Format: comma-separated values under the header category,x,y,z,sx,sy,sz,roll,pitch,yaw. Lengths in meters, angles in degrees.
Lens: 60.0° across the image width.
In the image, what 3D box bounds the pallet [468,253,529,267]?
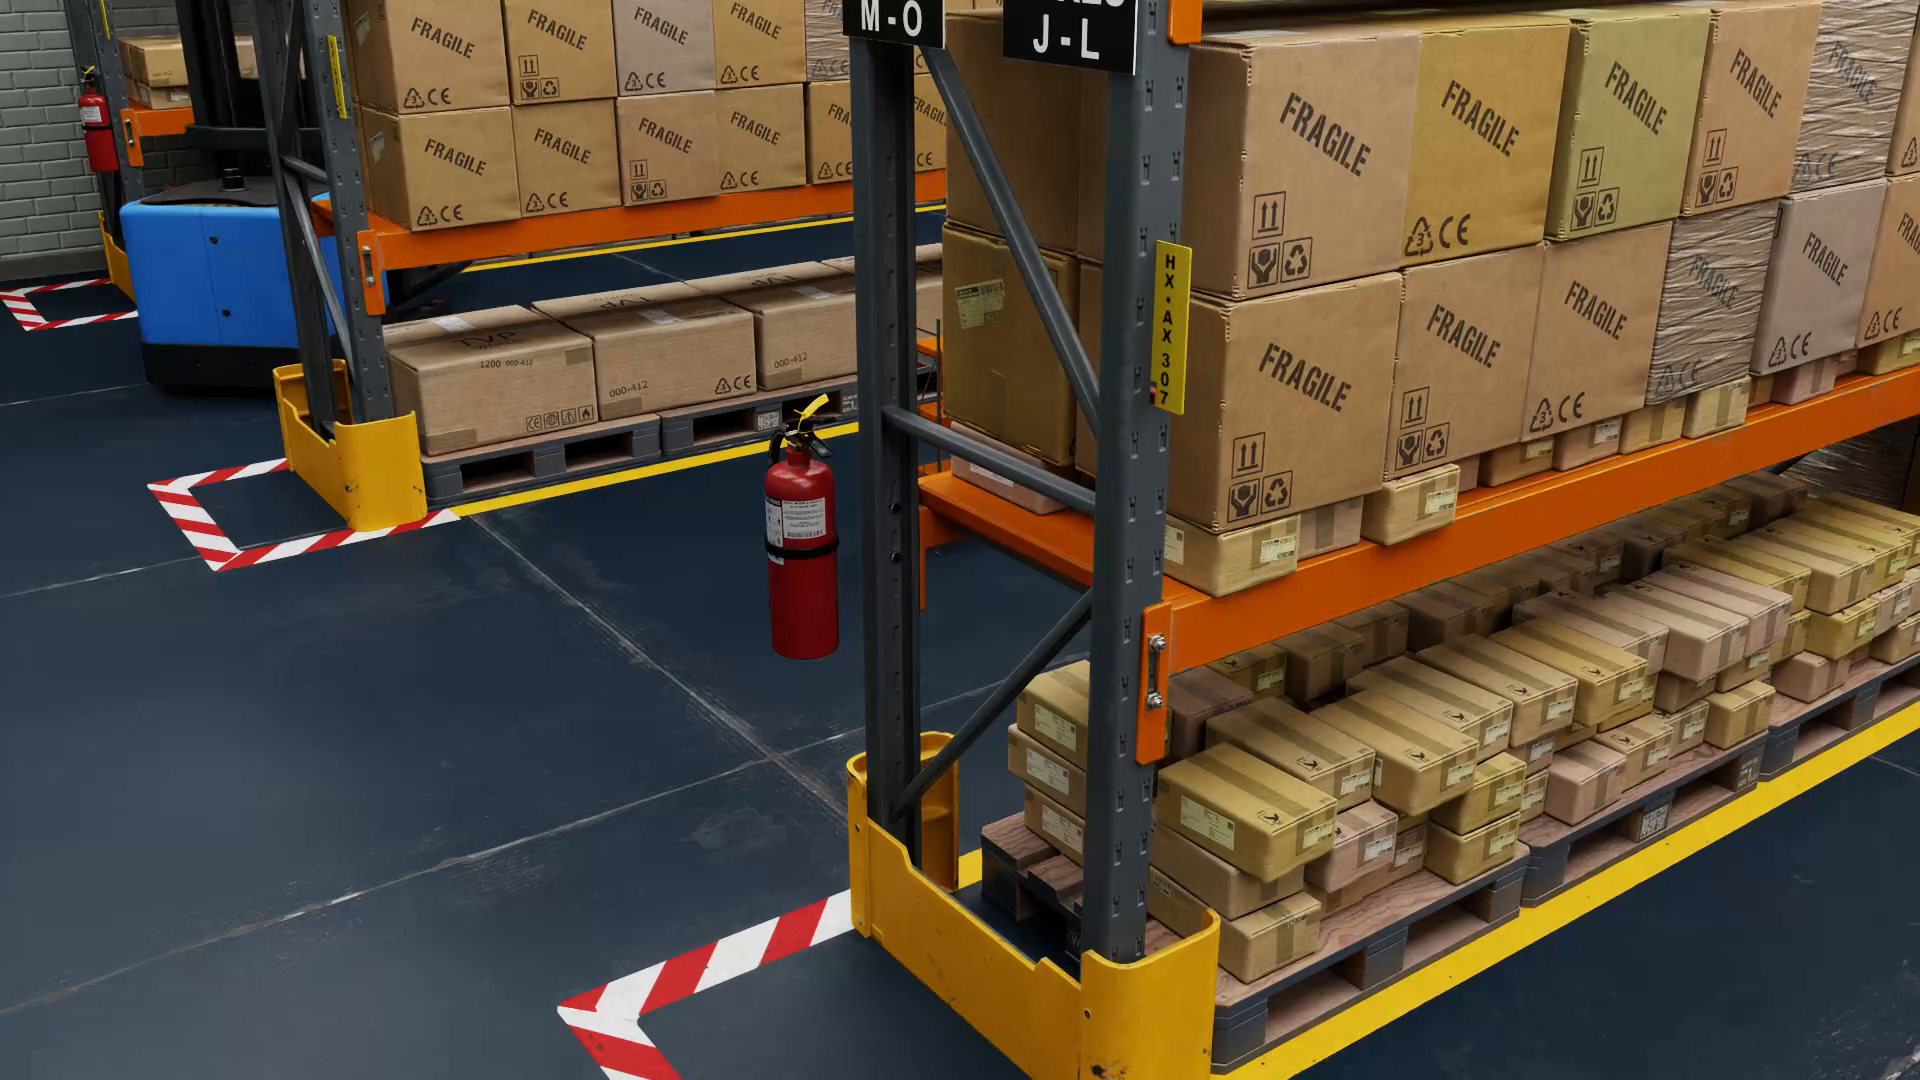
category,x,y,z,sx,sy,sz,roll,pitch,yaw
pallet,-4.092,-2.286,12.839,1.213,0.211,1.003,-15,26,-33

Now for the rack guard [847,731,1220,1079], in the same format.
category,x,y,z,sx,sy,sz,roll,pitch,yaw
rack guard,0.147,0.975,4.277,0.348,0.500,1.175,-15,26,-33

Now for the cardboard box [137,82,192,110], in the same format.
category,x,y,z,sx,sy,sz,roll,pitch,yaw
cardboard box,-5.362,-3.001,11.208,0.250,0.149,0.380,-15,26,-33

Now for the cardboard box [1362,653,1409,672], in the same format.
category,x,y,z,sx,sy,sz,roll,pitch,yaw
cardboard box,1.181,0.393,5.244,0.250,0.149,0.380,-14,26,-32

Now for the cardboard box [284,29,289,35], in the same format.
category,x,y,z,sx,sy,sz,roll,pitch,yaw
cardboard box,-4.747,-3.594,12.156,0.500,0.250,0.500,-14,26,-31

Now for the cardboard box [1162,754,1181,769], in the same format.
category,x,y,z,sx,sy,sz,roll,pitch,yaw
cardboard box,0.591,0.581,4.771,0.250,0.149,0.380,-16,27,-34

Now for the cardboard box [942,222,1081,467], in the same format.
category,x,y,z,sx,sy,sz,roll,pitch,yaw
cardboard box,0.300,-0.528,4.137,0.500,0.500,0.500,-14,26,-32

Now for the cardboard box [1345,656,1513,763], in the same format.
category,x,y,z,sx,sy,sz,roll,pitch,yaw
cardboard box,1.295,0.482,4.618,0.250,0.149,0.380,-16,27,-35

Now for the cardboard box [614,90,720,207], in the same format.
category,x,y,z,sx,sy,sz,roll,pitch,yaw
cardboard box,-1.512,-1.923,8.033,0.500,0.500,0.500,-15,26,-33

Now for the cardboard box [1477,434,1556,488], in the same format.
category,x,y,z,sx,sy,sz,roll,pitch,yaw
cardboard box,1.337,-0.282,4.395,0.250,0.149,0.380,-15,26,-33

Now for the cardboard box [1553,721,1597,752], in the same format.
category,x,y,z,sx,sy,sz,roll,pitch,yaw
cardboard box,1.690,0.484,5.016,0.250,0.149,0.380,-13,25,-30

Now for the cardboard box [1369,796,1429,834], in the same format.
category,x,y,z,sx,sy,sz,roll,pitch,yaw
cardboard box,1.063,0.664,4.564,0.250,0.149,0.380,-15,26,-32

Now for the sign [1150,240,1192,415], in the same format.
category,x,y,z,sx,sy,sz,roll,pitch,yaw
sign,0.403,-0.408,3.203,0.005,0.325,0.100,-15,26,-33

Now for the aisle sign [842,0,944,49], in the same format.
category,x,y,z,sx,sy,sz,roll,pitch,yaw
aisle sign,-0.149,-1.451,3.478,0.004,0.787,0.394,-15,26,-33

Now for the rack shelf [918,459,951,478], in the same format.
category,x,y,z,sx,sy,sz,roll,pitch,yaw
rack shelf,-0.043,-0.208,7.280,0.240,0.259,0.215,-15,26,-33

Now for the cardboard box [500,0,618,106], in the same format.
category,x,y,z,sx,sy,sz,roll,pitch,yaw
cardboard box,-1.916,-2.279,7.577,0.500,0.500,0.500,-16,27,-34

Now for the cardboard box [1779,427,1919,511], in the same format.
category,x,y,z,sx,sy,sz,roll,pitch,yaw
cardboard box,3.786,-0.305,6.919,0.500,0.500,0.500,-16,26,-34

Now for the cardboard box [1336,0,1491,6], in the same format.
category,x,y,z,sx,sy,sz,roll,pitch,yaw
cardboard box,1.140,-1.217,4.513,0.500,0.500,0.500,-13,25,-30

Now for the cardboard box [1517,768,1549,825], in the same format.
category,x,y,z,sx,sy,sz,roll,pitch,yaw
cardboard box,1.483,0.700,4.876,0.250,0.149,0.380,-15,26,-33

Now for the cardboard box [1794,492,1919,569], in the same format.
category,x,y,z,sx,sy,sz,roll,pitch,yaw
cardboard box,3.196,-0.027,5.894,0.250,0.149,0.380,-14,26,-31

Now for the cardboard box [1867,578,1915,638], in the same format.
category,x,y,z,sx,sy,sz,roll,pitch,yaw
cardboard box,3.050,0.182,5.771,0.250,0.149,0.380,-16,27,-35

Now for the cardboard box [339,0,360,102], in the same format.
category,x,y,z,sx,sy,sz,roll,pitch,yaw
cardboard box,-2.635,-2.323,7.687,0.500,0.500,0.500,-14,26,-31

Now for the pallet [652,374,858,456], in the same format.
category,x,y,z,sx,sy,sz,roll,pitch,yaw
pallet,-1.295,-0.800,9.118,1.213,0.211,1.003,-15,26,-33

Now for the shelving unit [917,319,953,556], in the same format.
category,x,y,z,sx,sy,sz,roll,pitch,yaw
shelving unit,-0.043,-0.476,7.173,0.252,1.050,0.215,-15,26,-33

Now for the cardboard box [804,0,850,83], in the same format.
category,x,y,z,sx,sy,sz,roll,pitch,yaw
cardboard box,-0.687,-2.607,8.400,0.500,0.500,0.500,-15,26,-32

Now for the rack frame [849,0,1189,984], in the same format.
category,x,y,z,sx,sy,sz,roll,pitch,yaw
rack frame,0.085,-0.169,3.773,0.127,3.000,1.000,-15,26,-33

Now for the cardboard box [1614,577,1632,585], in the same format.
category,x,y,z,sx,sy,sz,roll,pitch,yaw
cardboard box,2.301,0.141,5.874,0.250,0.149,0.380,-17,27,-35

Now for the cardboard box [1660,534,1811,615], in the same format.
category,x,y,z,sx,sy,sz,roll,pitch,yaw
cardboard box,2.557,0.129,5.503,0.250,0.149,0.380,-14,26,-31

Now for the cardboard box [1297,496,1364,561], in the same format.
category,x,y,z,sx,sy,sz,roll,pitch,yaw
cardboard box,0.722,-0.091,3.917,0.250,0.149,0.380,-14,26,-31

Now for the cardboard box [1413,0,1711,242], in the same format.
category,x,y,z,sx,sy,sz,roll,pitch,yaw
cardboard box,1.446,-1.052,4.101,0.500,0.500,0.500,-16,27,-34

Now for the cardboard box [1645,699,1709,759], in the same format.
category,x,y,z,sx,sy,sz,roll,pitch,yaw
cardboard box,2.122,0.542,5.271,0.250,0.149,0.380,-14,26,-32

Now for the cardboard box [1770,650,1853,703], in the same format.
category,x,y,z,sx,sy,sz,roll,pitch,yaw
cardboard box,2.777,0.389,5.654,0.250,0.149,0.380,-16,27,-35

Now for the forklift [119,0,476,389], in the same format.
category,x,y,z,sx,sy,sz,roll,pitch,yaw
forklift,-3.952,-2.713,10.240,1.130,2.935,3.031,2,22,6

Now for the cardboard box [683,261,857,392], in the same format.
category,x,y,z,sx,sy,sz,roll,pitch,yaw
cardboard box,-0.939,-1.210,9.271,0.875,0.438,0.875,-16,27,-34

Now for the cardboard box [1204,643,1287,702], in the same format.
category,x,y,z,sx,sy,sz,roll,pitch,yaw
cardboard box,0.741,0.361,4.921,0.250,0.149,0.380,-16,27,-34

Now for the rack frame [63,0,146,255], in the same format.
category,x,y,z,sx,sy,sz,roll,pitch,yaw
rack frame,-5.789,-3.129,11.190,0.127,3.000,1.000,-15,26,-33

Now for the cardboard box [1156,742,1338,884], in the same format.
category,x,y,z,sx,sy,sz,roll,pitch,yaw
cardboard box,0.709,0.672,4.141,0.250,0.149,0.380,-16,27,-35

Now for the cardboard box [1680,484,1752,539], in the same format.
category,x,y,z,sx,sy,sz,roll,pitch,yaw
cardboard box,2.674,-0.128,6.148,0.250,0.149,0.380,-13,25,-30

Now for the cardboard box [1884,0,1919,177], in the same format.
category,x,y,z,sx,sy,sz,roll,pitch,yaw
cardboard box,2.692,-1.387,4.940,0.500,0.500,0.500,-16,27,-34

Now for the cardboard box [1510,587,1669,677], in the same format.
category,x,y,z,sx,sy,sz,roll,pitch,yaw
cardboard box,1.914,0.298,5.079,0.250,0.149,0.380,-15,26,-33

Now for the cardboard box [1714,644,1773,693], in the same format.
category,x,y,z,sx,sy,sz,roll,pitch,yaw
cardboard box,2.386,0.331,5.398,0.250,0.149,0.380,-14,26,-32

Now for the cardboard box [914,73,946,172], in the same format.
category,x,y,z,sx,sy,sz,roll,pitch,yaw
cardboard box,-0.282,-2.258,8.874,0.500,0.500,0.500,-16,27,-34

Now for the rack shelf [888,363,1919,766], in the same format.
category,x,y,z,sx,sy,sz,roll,pitch,yaw
rack shelf,1.709,-0.268,4.991,4.000,0.370,1.077,-15,26,-33

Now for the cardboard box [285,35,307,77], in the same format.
category,x,y,z,sx,sy,sz,roll,pitch,yaw
cardboard box,-4.445,-3.434,11.757,0.500,0.250,0.500,-16,26,-34

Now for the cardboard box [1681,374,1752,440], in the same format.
category,x,y,z,sx,sy,sz,roll,pitch,yaw
cardboard box,2.010,-0.426,4.755,0.250,0.149,0.380,-14,26,-32

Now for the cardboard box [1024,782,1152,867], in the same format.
category,x,y,z,sx,sy,sz,roll,pitch,yaw
cardboard box,0.391,0.783,4.666,0.250,0.149,0.380,-14,26,-32

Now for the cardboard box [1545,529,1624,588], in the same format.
category,x,y,z,sx,sy,sz,roll,pitch,yaw
cardboard box,2.044,0.035,5.738,0.250,0.149,0.380,-14,26,-32

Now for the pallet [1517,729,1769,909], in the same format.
category,x,y,z,sx,sy,sz,roll,pitch,yaw
pallet,1.817,0.682,5.403,1.213,0.211,1.003,-15,26,-33

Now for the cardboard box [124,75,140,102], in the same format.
category,x,y,z,sx,sy,sz,roll,pitch,yaw
cardboard box,-5.677,-3.165,11.619,0.250,0.149,0.380,-15,26,-33

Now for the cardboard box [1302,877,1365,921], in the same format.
category,x,y,z,sx,sy,sz,roll,pitch,yaw
cardboard box,0.862,0.862,4.470,0.250,0.149,0.380,-15,26,-33

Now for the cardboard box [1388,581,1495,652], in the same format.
category,x,y,z,sx,sy,sz,roll,pitch,yaw
cardboard box,1.452,0.226,5.260,0.250,0.149,0.380,-16,27,-35

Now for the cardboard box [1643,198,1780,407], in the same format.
category,x,y,z,sx,sy,sz,roll,pitch,yaw
cardboard box,1.846,-0.706,4.581,0.500,0.500,0.500,-16,27,-34

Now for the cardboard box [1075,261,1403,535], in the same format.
category,x,y,z,sx,sy,sz,roll,pitch,yaw
cardboard box,0.611,-0.368,3.734,0.500,0.500,0.500,-14,25,-30

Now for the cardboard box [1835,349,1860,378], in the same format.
category,x,y,z,sx,sy,sz,roll,pitch,yaw
cardboard box,2.591,-0.622,5.248,0.250,0.149,0.380,-16,27,-34

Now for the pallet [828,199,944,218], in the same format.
category,x,y,z,sx,sy,sz,roll,pitch,yaw
pallet,-0.913,-3.153,15.012,1.213,0.211,1.003,-15,26,-33
